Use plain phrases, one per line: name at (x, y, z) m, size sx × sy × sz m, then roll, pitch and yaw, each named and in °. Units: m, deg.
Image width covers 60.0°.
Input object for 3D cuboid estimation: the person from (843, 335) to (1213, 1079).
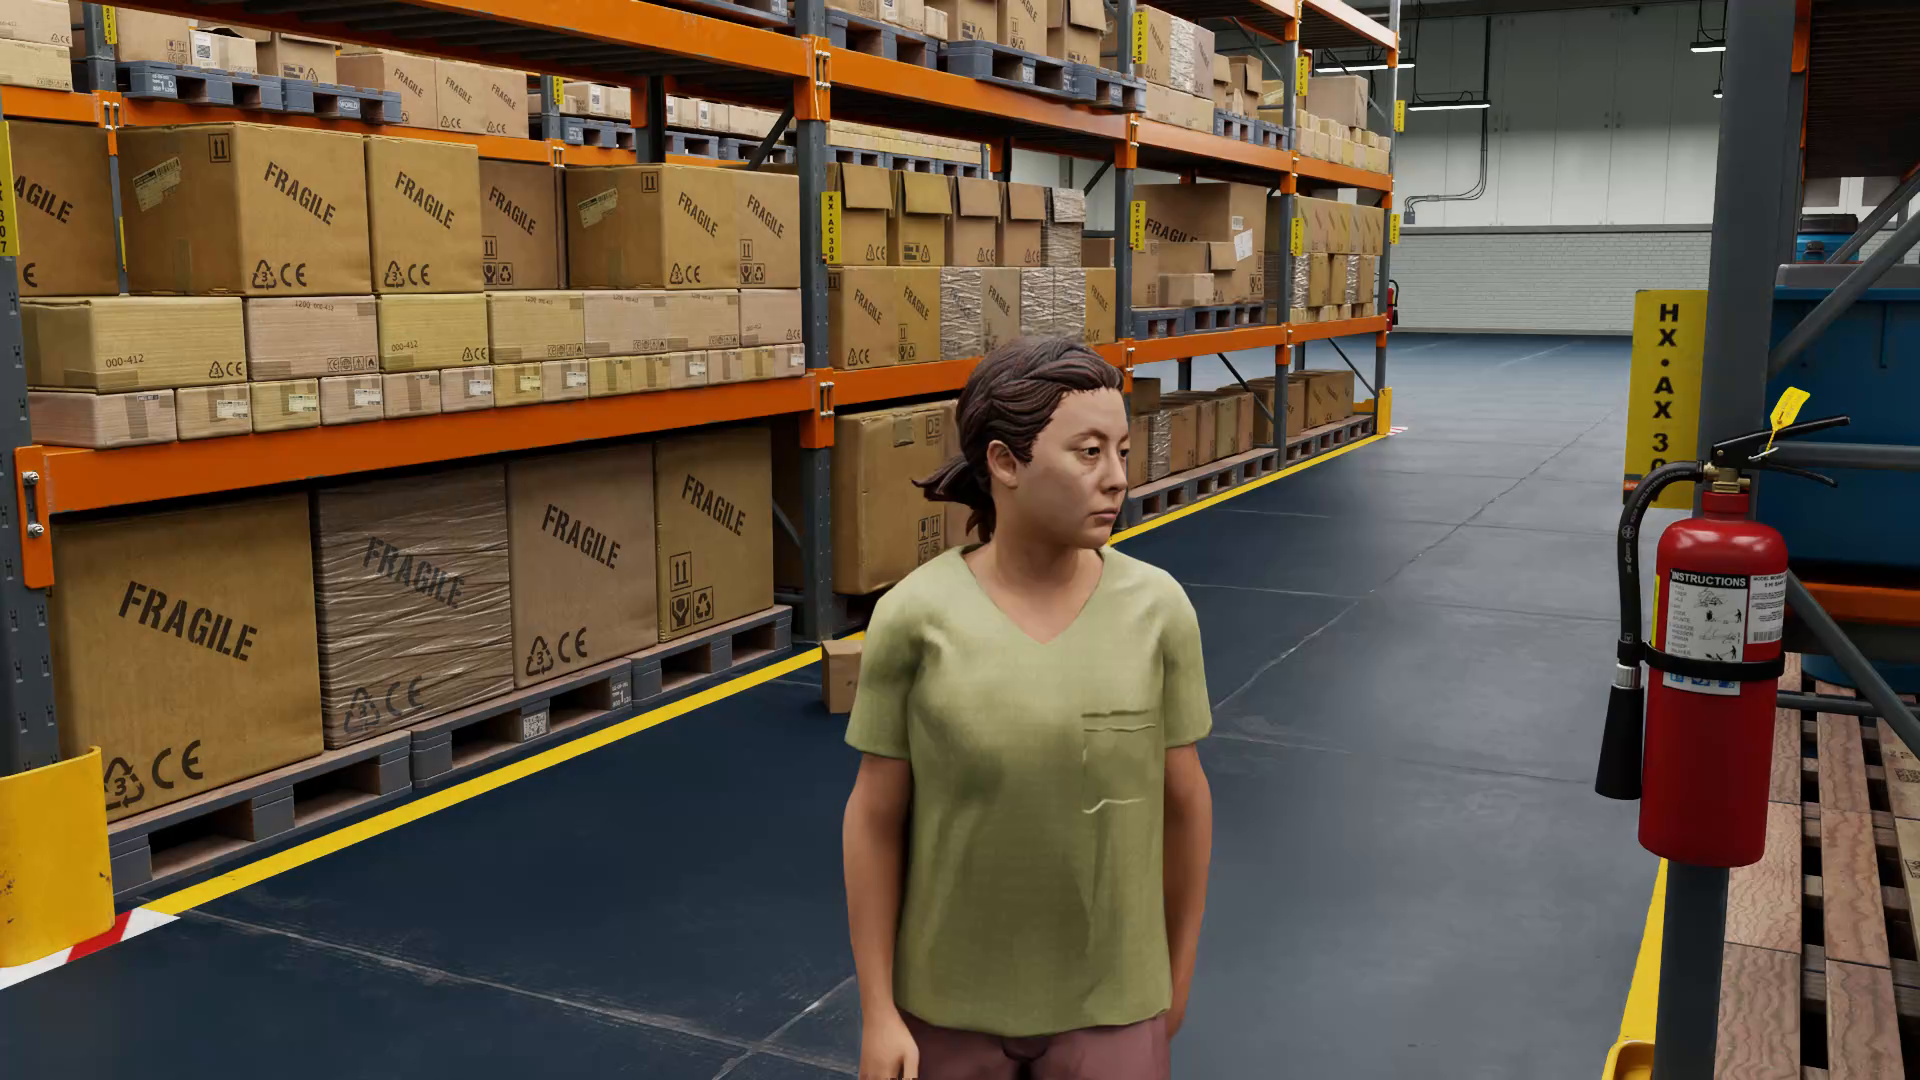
person at (0.087, 0.621, 2.059) m, size 0.460 × 1.734 × 0.408 m, roll 0°, pitch 9°, yaw 1°
